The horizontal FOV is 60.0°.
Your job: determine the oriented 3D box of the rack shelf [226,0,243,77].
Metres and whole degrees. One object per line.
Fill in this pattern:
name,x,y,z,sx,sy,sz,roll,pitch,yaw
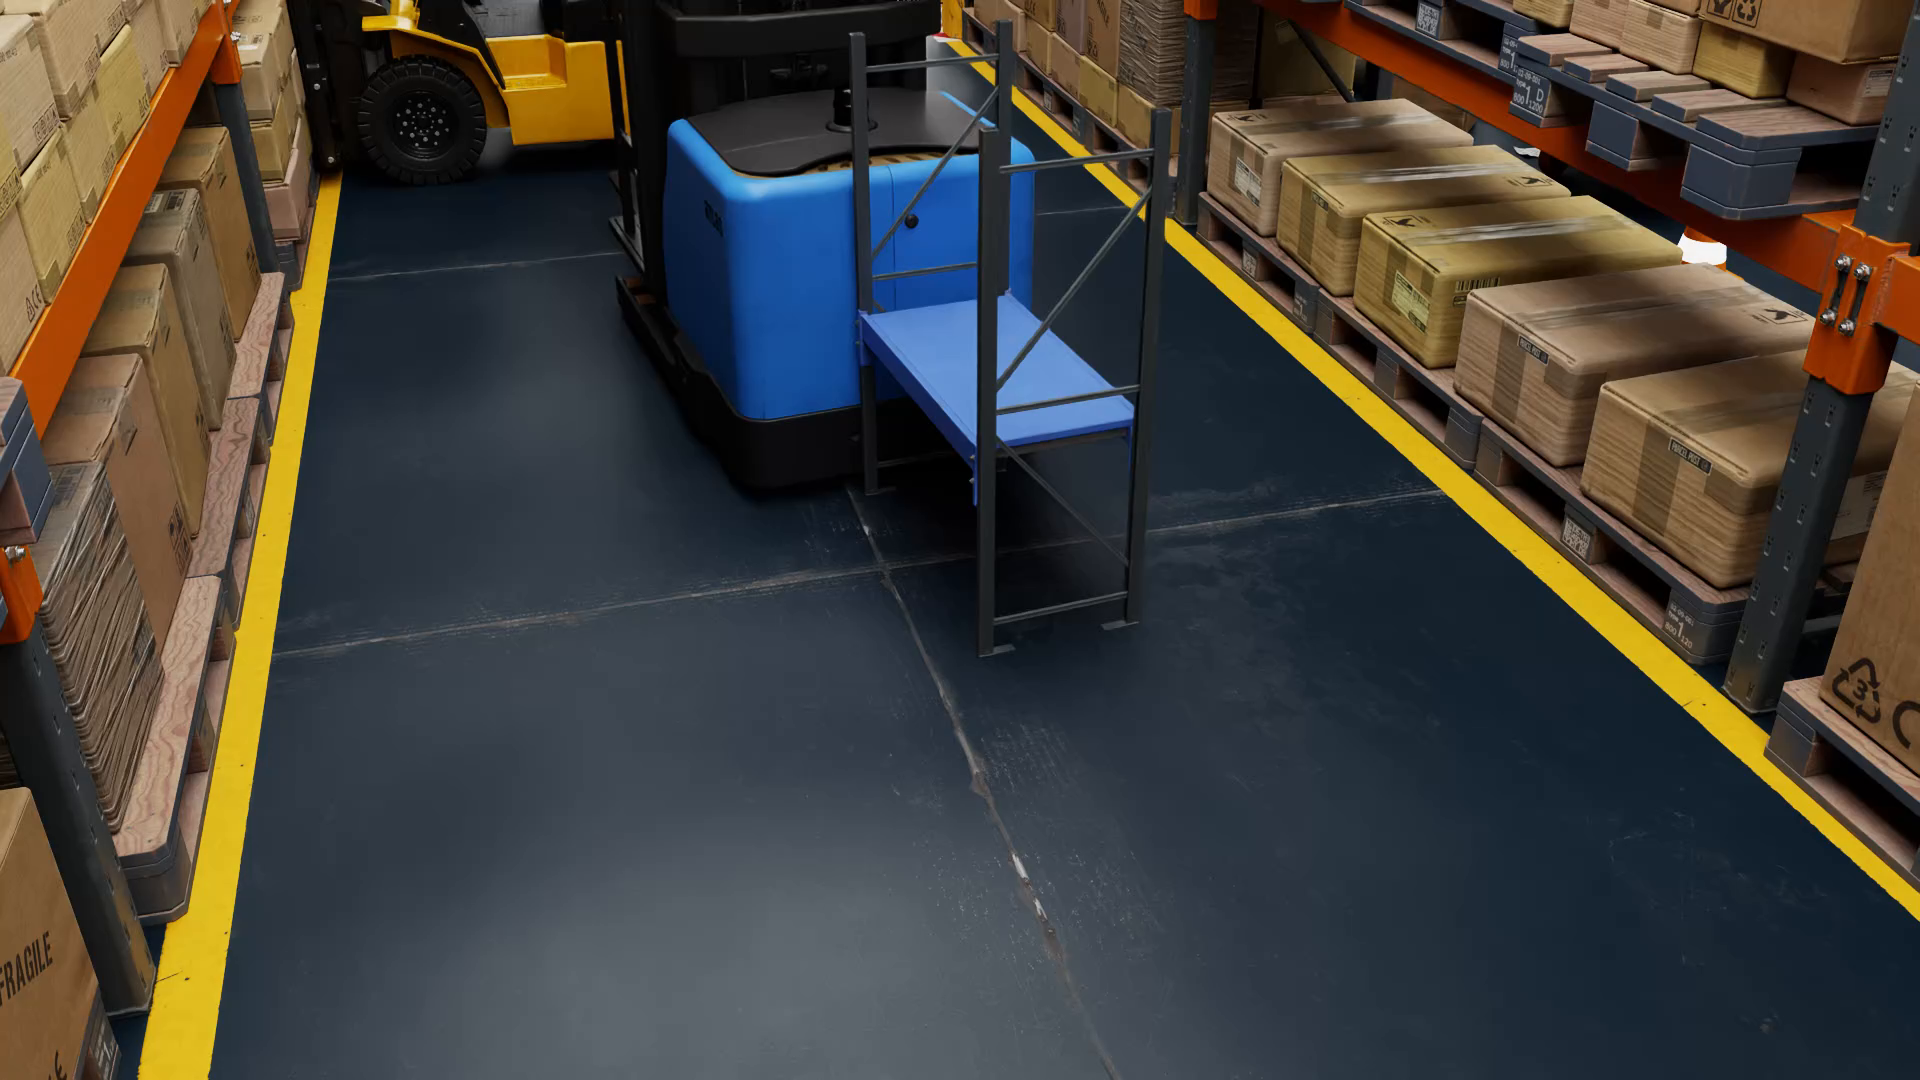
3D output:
rack shelf,-3.806,-2.846,7.890,1.077,0.370,4.000,-8,31,-13

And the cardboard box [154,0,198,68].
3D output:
cardboard box,-2.750,-1.676,5.300,0.500,0.250,0.500,-8,31,-14

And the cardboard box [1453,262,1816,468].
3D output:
cardboard box,2.227,-0.595,5.488,0.950,0.372,0.625,-8,31,-14

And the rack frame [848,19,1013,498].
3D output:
rack frame,-0.082,-0.841,5.206,0.500,1.500,0.032,-11,32,-18

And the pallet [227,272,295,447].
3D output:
pallet,-3.042,-0.634,6.134,1.003,0.211,1.213,-8,31,-13

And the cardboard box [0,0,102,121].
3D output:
cardboard box,-2.349,-1.155,3.901,0.500,0.250,0.500,-9,31,-15

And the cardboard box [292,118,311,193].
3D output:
cardboard box,-3.234,-1.704,7.525,0.500,0.250,0.500,-9,31,-14

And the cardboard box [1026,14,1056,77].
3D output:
cardboard box,0.681,-2.841,9.489,0.500,0.250,0.500,-6,31,-10

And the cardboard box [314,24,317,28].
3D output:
cardboard box,-3.626,-2.647,8.656,0.500,0.250,0.500,-9,31,-14

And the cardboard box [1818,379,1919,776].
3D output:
cardboard box,2.675,0.161,3.679,0.875,0.875,0.875,-8,31,-14

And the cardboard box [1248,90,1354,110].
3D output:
cardboard box,1.613,-2.166,8.323,0.500,0.250,0.500,-9,31,-16

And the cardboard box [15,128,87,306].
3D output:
cardboard box,-2.224,-0.685,3.588,0.500,0.250,0.500,-9,31,-14

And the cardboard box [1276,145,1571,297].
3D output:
cardboard box,1.845,-1.298,6.702,0.950,0.372,0.625,-6,31,-10

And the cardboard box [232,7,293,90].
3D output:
cardboard box,-3.227,-2.139,7.279,0.500,0.250,0.500,-8,31,-13

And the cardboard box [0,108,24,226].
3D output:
cardboard box,-2.071,-0.661,3.048,0.500,0.250,0.500,-8,31,-13

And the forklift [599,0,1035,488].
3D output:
forklift,-0.764,-2.160,6.055,1.130,2.935,3.031,-11,32,-19

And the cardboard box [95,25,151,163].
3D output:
cardboard box,-2.504,-1.183,4.450,0.500,0.250,0.500,-7,31,-12

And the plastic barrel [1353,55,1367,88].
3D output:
plastic barrel,2.456,-2.874,9.792,0.512,0.421,0.421,13,32,21

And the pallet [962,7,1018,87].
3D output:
pallet,0.650,-3.144,10.472,1.003,0.211,1.213,-8,31,-13

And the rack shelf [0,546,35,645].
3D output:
rack shelf,-1.682,1.018,1.215,1.077,0.370,4.000,-8,31,-13

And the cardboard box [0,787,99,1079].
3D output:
cardboard box,-1.894,0.816,2.921,0.500,0.500,0.500,-7,31,-12

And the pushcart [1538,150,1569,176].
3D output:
pushcart,3.695,-2.045,8.407,1.648,0.377,0.936,-20,35,-30

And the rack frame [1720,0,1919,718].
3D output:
rack frame,2.571,-0.921,3.847,1.000,3.000,0.127,-8,31,-13

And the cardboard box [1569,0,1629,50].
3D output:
cardboard box,1.947,-1.479,4.643,0.380,0.149,0.250,-9,31,-16

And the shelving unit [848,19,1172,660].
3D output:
shelving unit,0.100,-0.603,4.795,0.538,1.500,1.048,-11,32,-18

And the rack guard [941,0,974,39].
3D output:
rack guard,0.468,-3.666,11.085,1.175,0.500,0.348,-8,31,-13

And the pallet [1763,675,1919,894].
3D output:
pallet,2.708,0.677,3.870,1.003,0.211,1.213,-8,31,-13

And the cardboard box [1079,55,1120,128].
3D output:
cardboard box,0.943,-2.350,8.642,0.500,0.250,0.500,-9,31,-15

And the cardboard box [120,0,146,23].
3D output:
cardboard box,-2.625,-1.644,4.747,0.500,0.250,0.500,-7,31,-12

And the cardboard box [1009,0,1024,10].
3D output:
cardboard box,0.545,-3.411,9.727,0.500,0.500,0.500,-9,31,-15

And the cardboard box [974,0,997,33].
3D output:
cardboard box,0.395,-3.350,10.369,0.500,0.250,0.500,-8,31,-14

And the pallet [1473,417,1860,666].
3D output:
pallet,2.365,-0.092,5.198,1.003,0.211,1.213,-8,31,-13

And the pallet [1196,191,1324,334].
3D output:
pallet,1.718,-1.270,7.234,1.003,0.211,1.213,-8,31,-13

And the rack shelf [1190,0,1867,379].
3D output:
rack shelf,2.040,-1.576,5.696,1.077,0.370,4.000,-8,31,-13

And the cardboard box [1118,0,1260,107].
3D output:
cardboard box,1.094,-2.419,8.013,0.500,0.500,0.500,-8,31,-14

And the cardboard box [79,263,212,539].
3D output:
cardboard box,-2.726,-0.356,4.822,0.875,0.625,0.625,-9,31,-15

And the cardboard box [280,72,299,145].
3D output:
cardboard box,-3.241,-1.917,7.394,0.500,0.250,0.500,-8,31,-14

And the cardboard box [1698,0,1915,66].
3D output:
cardboard box,2.183,-1.457,3.958,0.500,0.500,0.500,-9,31,-15

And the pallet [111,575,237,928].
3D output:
pallet,-2.394,0.545,4.098,1.003,0.211,1.213,-8,31,-13

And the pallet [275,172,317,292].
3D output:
pallet,-3.446,-1.374,7.413,1.003,0.211,1.213,-8,31,-13

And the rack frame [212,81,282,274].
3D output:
rack frame,-3.275,-2.191,6.041,1.000,3.000,0.127,-8,31,-13

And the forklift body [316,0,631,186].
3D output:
forklift body,-2.074,-3.082,8.428,2.313,2.155,1.214,-8,31,-13

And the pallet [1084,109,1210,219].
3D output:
pallet,1.297,-1.966,8.436,1.003,0.211,1.213,-8,31,-13

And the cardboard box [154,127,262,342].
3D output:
cardboard box,-3.126,-1.095,6.098,0.875,0.625,0.625,-6,31,-11

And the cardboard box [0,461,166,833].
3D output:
cardboard box,-2.366,0.284,3.717,0.875,0.625,0.625,-7,31,-12

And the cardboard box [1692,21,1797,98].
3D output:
cardboard box,2.117,-1.241,4.231,0.380,0.149,0.250,-7,31,-13

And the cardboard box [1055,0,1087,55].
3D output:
cardboard box,0.821,-2.911,8.862,0.500,0.500,0.500,-6,31,-11

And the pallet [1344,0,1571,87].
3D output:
pallet,2.006,-1.789,5.537,1.003,0.211,1.213,-8,31,-13
